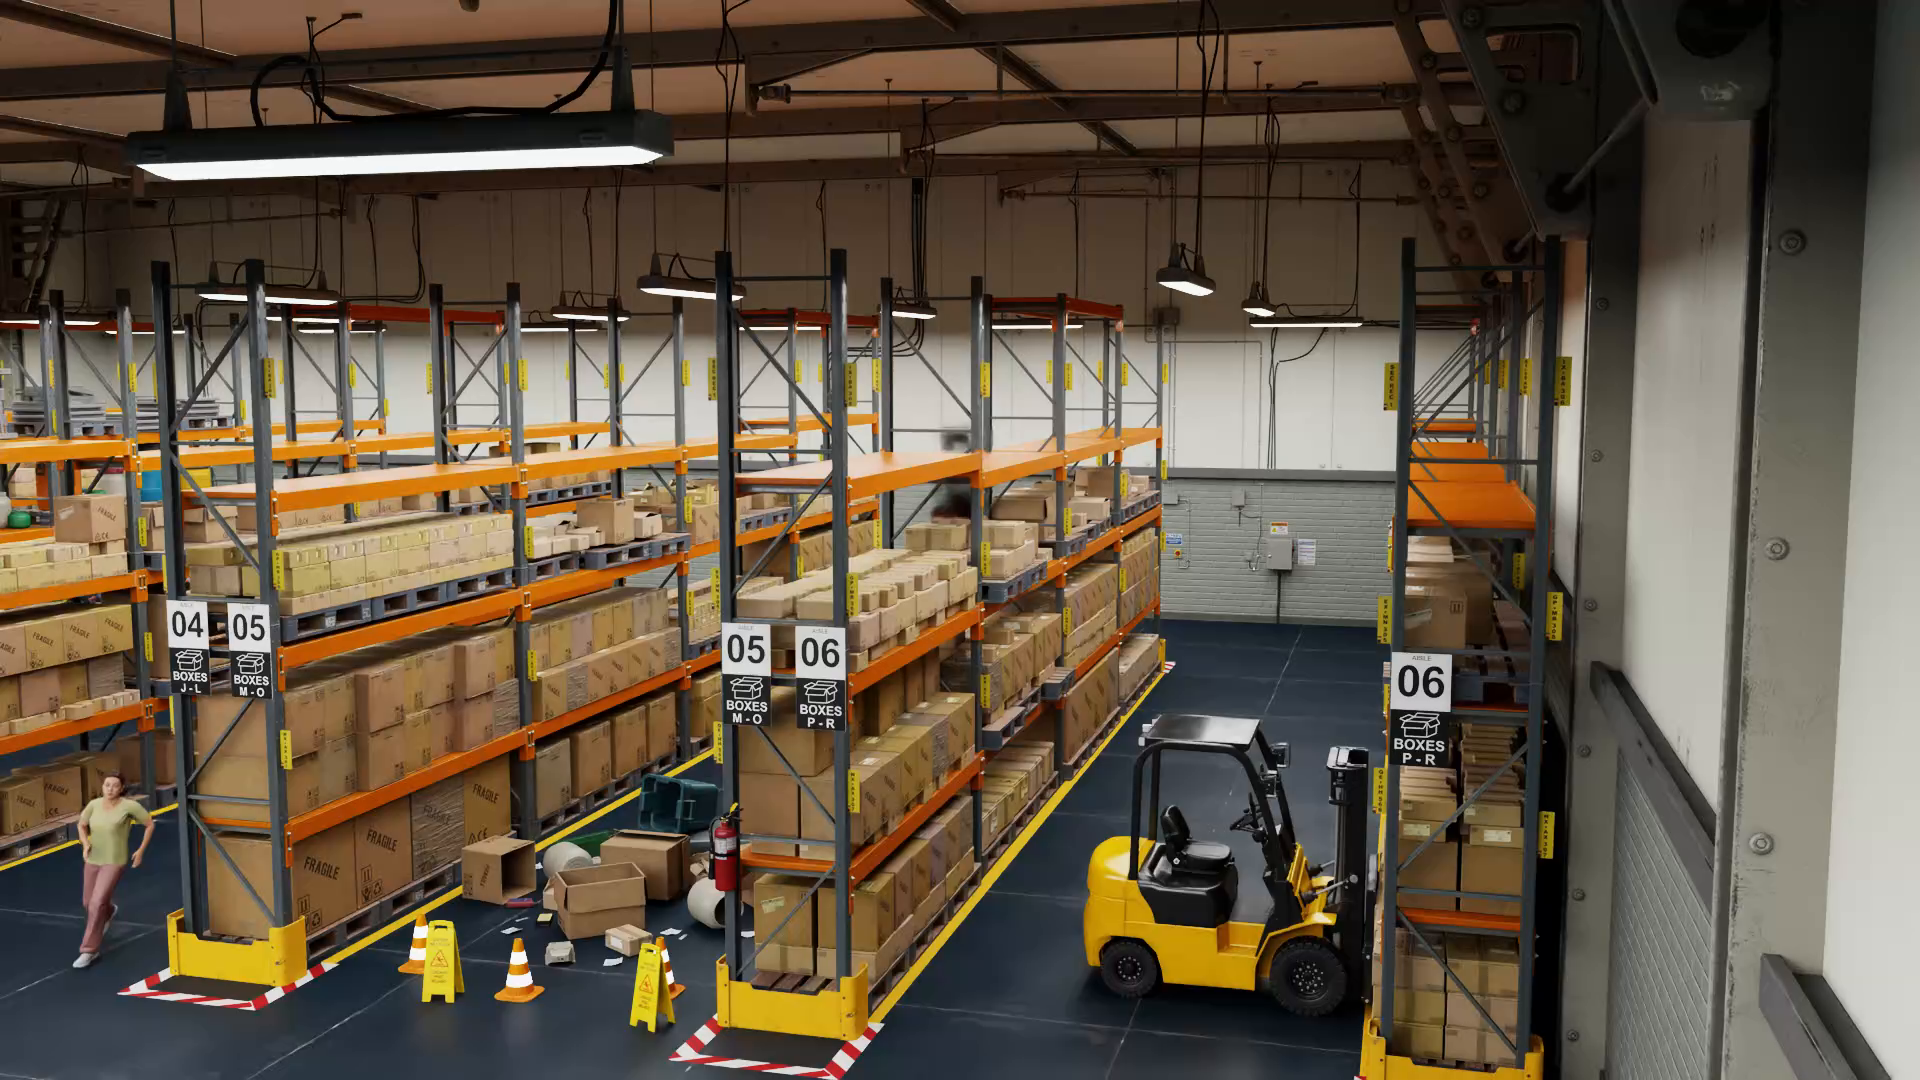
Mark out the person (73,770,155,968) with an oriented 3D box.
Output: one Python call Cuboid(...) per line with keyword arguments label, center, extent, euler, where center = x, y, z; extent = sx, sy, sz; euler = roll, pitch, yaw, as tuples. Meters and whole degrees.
Cuboid(label="person", center=(-7.406, 2.812, 14.560), extent=(0.652, 1.646, 0.825), euler=(0, 6, -2))
